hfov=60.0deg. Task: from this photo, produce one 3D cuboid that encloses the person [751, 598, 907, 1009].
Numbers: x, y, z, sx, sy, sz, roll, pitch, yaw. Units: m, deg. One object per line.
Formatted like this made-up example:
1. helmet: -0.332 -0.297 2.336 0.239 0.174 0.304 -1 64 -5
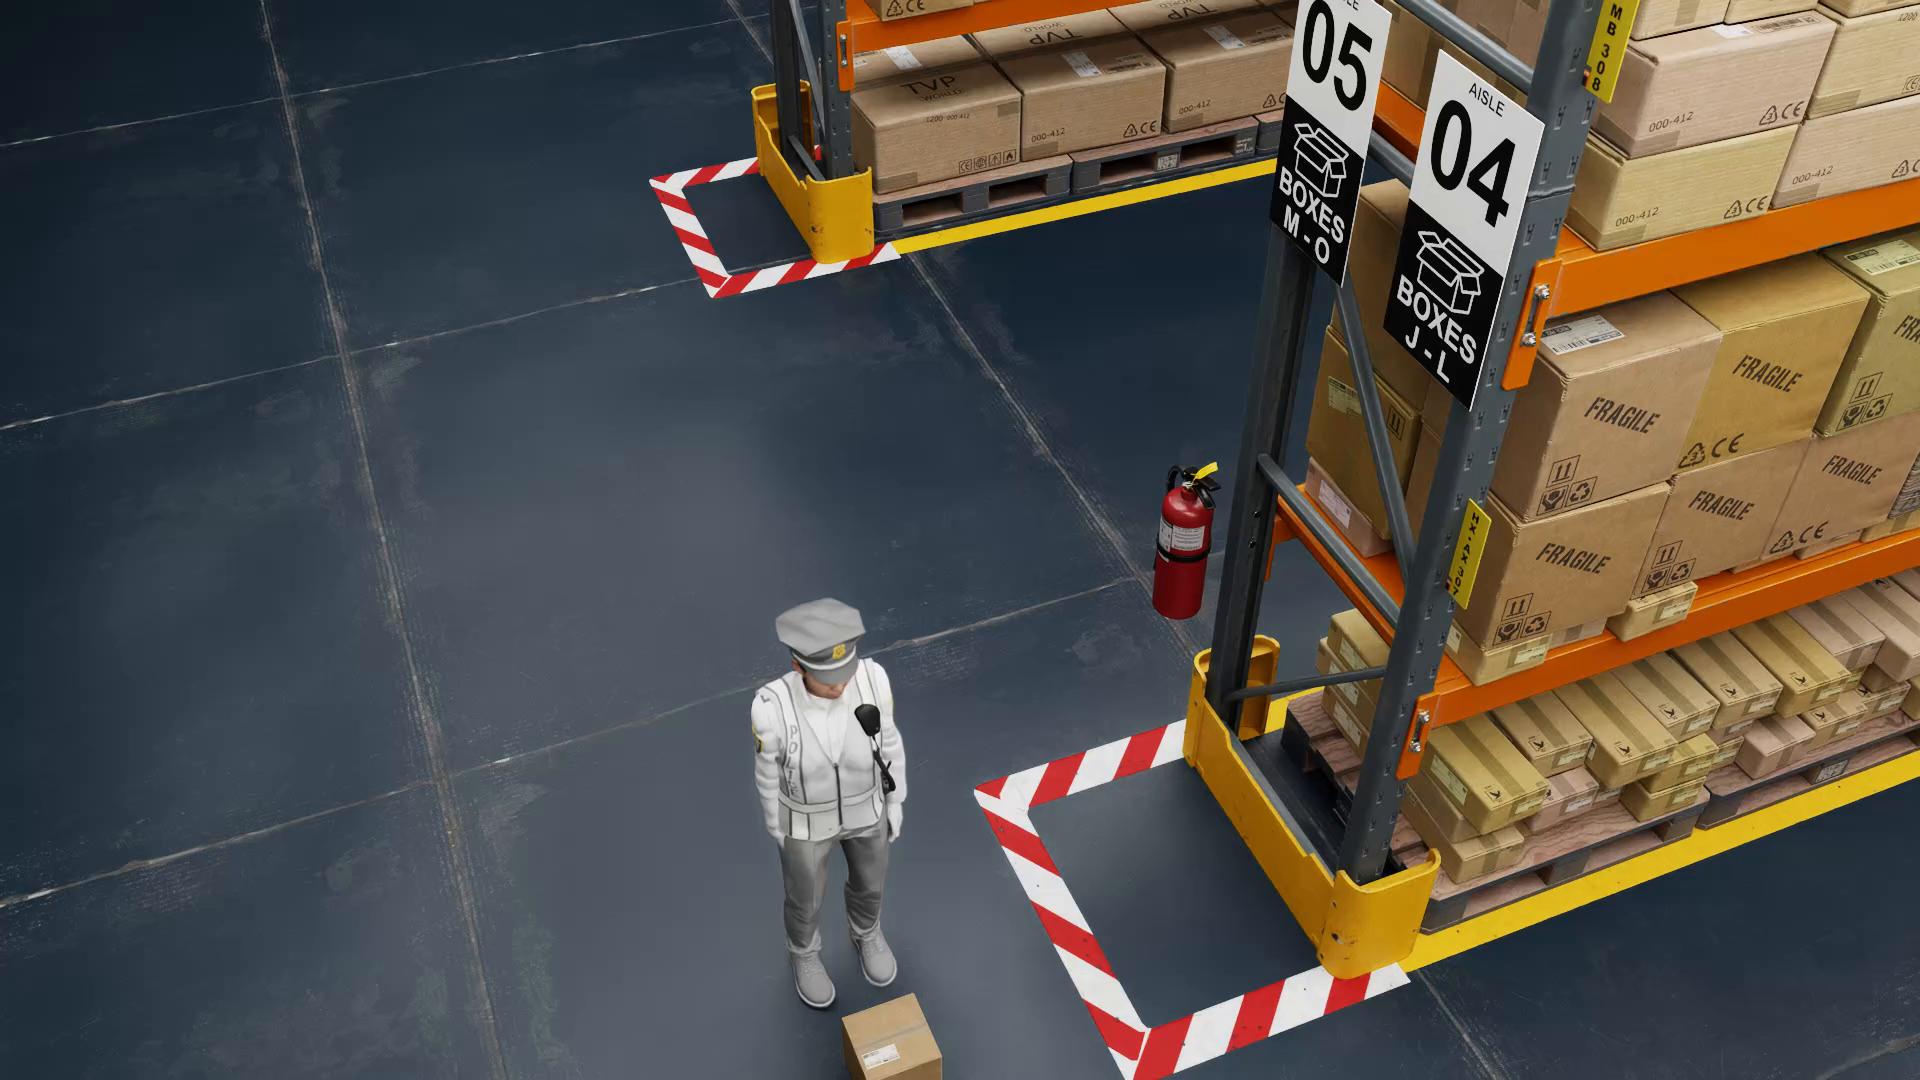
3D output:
1. person: -0.385 0.860 5.209 0.468 1.670 0.329 -15 44 -16
